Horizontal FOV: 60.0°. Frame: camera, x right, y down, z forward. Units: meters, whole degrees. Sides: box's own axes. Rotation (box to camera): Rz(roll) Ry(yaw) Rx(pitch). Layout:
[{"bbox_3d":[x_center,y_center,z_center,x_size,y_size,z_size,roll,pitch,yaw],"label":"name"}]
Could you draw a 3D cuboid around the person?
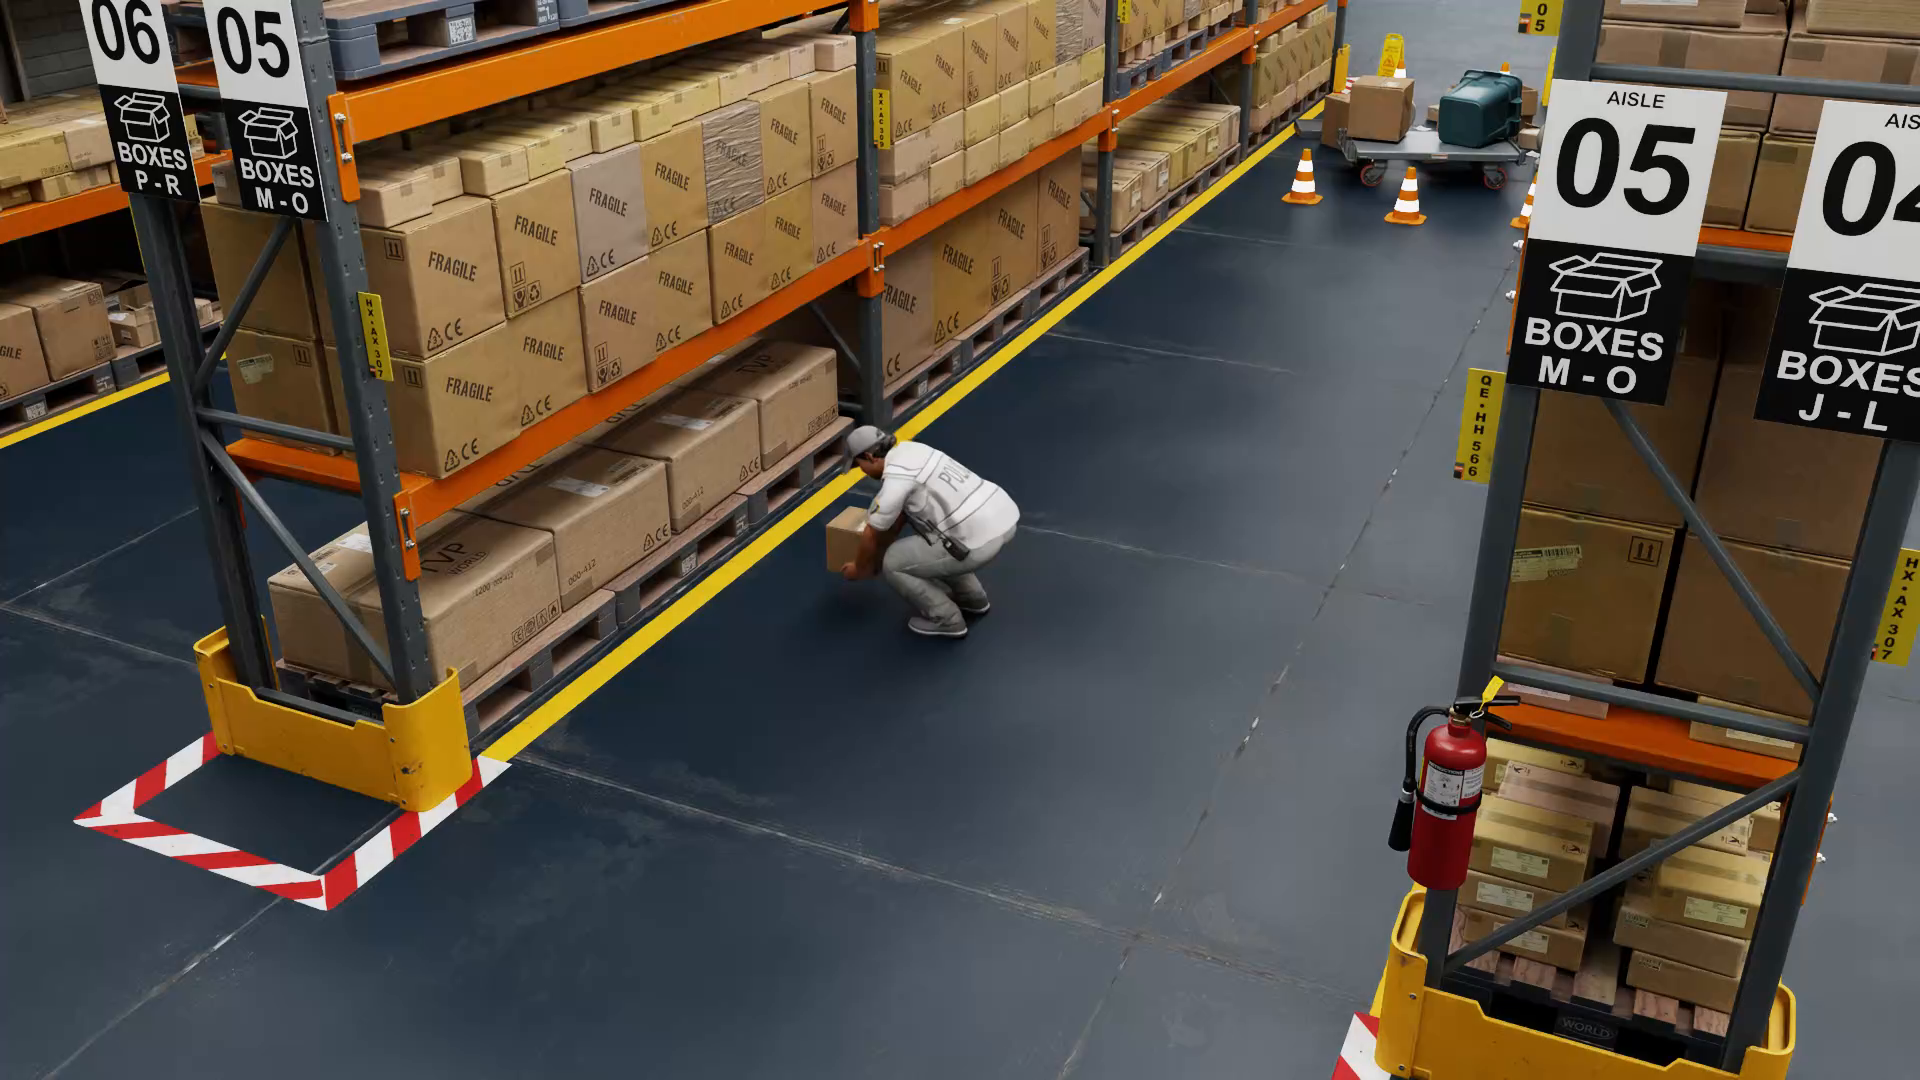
[{"bbox_3d":[-0.149,-0.055,7.998,0.840,0.986,0.530,11,28,22],"label":"person"}]
